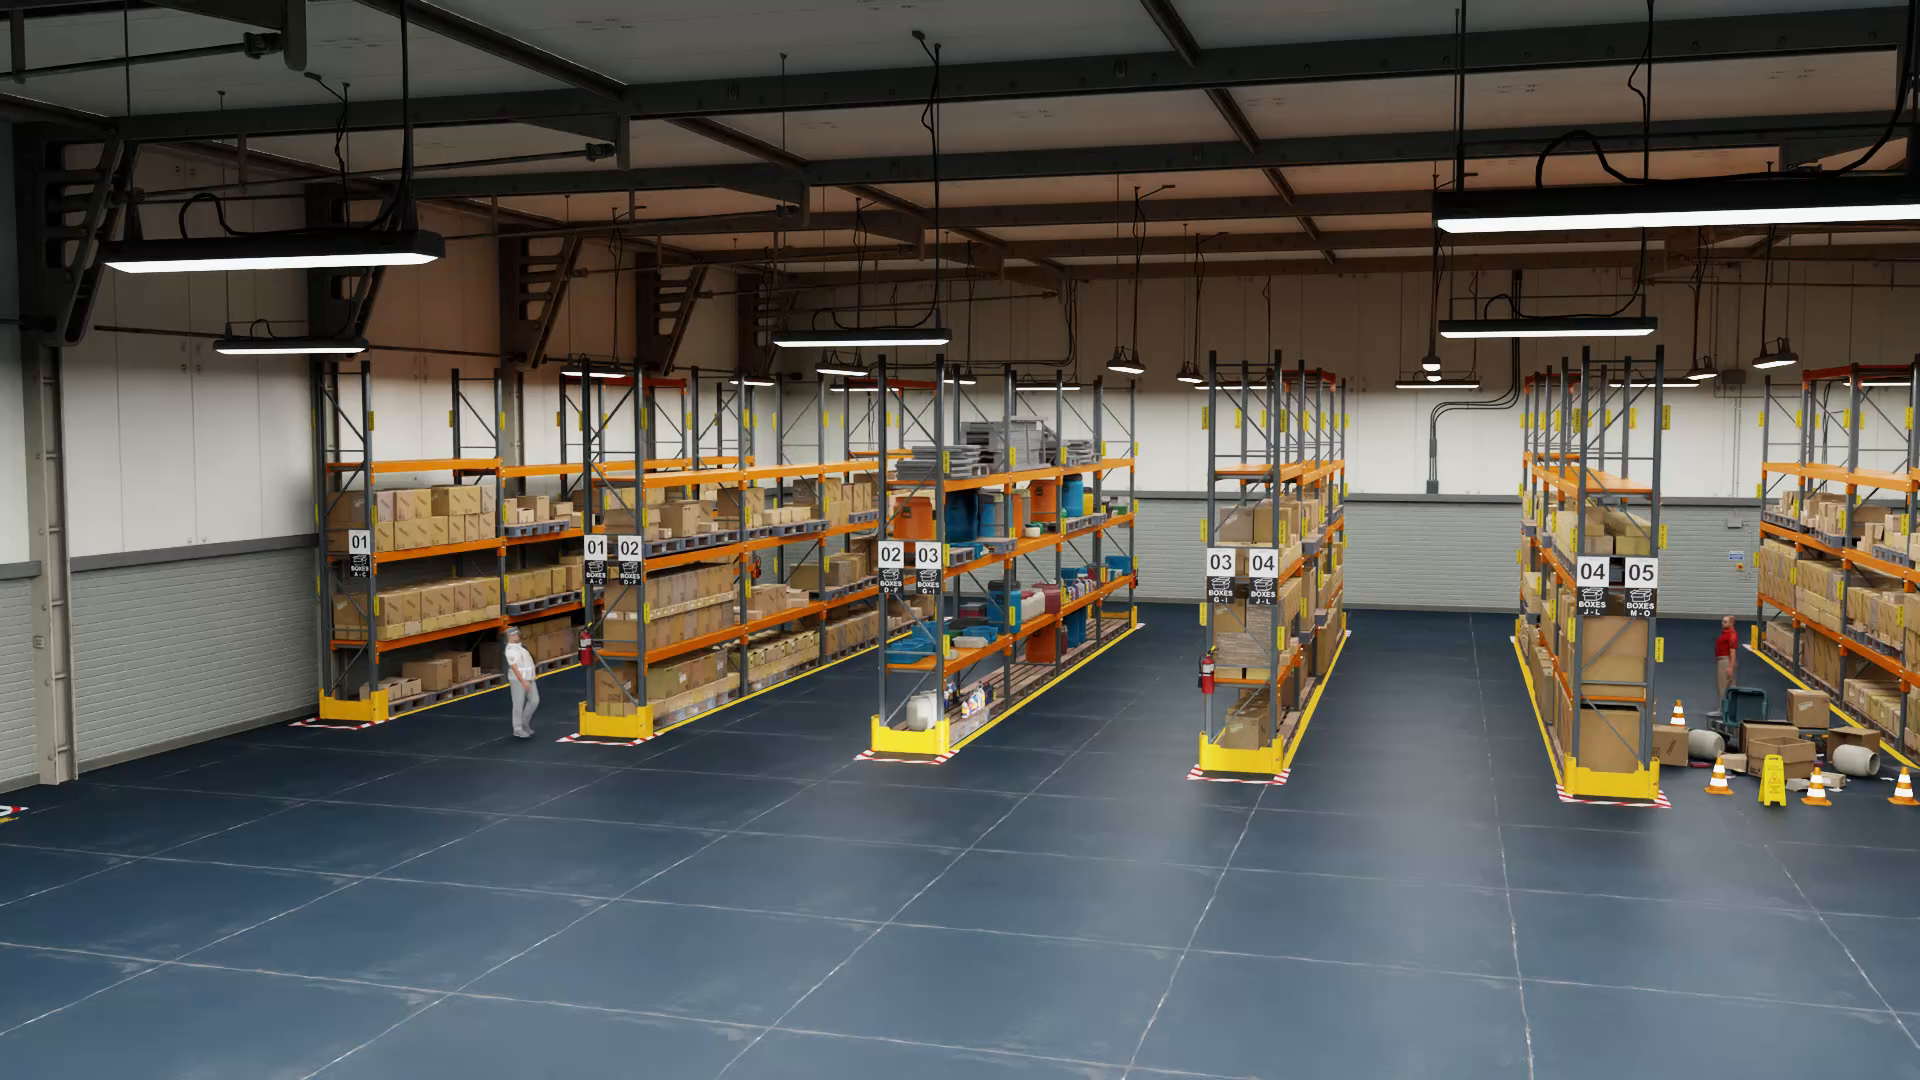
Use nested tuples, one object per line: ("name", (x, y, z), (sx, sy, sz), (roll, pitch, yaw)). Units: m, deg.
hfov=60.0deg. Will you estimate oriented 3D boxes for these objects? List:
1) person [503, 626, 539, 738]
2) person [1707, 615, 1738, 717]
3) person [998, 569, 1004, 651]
("person", (-6.947, 2.255, 26.438), (0.587, 1.794, 0.639), (2, 4, 21))
("person", (12.996, 2.133, 28.210), (0.475, 1.726, 0.567), (3, 5, 37))
("person", (0.955, 1.516, 36.194), (0.483, 1.789, 0.601), (0, 4, -7))
